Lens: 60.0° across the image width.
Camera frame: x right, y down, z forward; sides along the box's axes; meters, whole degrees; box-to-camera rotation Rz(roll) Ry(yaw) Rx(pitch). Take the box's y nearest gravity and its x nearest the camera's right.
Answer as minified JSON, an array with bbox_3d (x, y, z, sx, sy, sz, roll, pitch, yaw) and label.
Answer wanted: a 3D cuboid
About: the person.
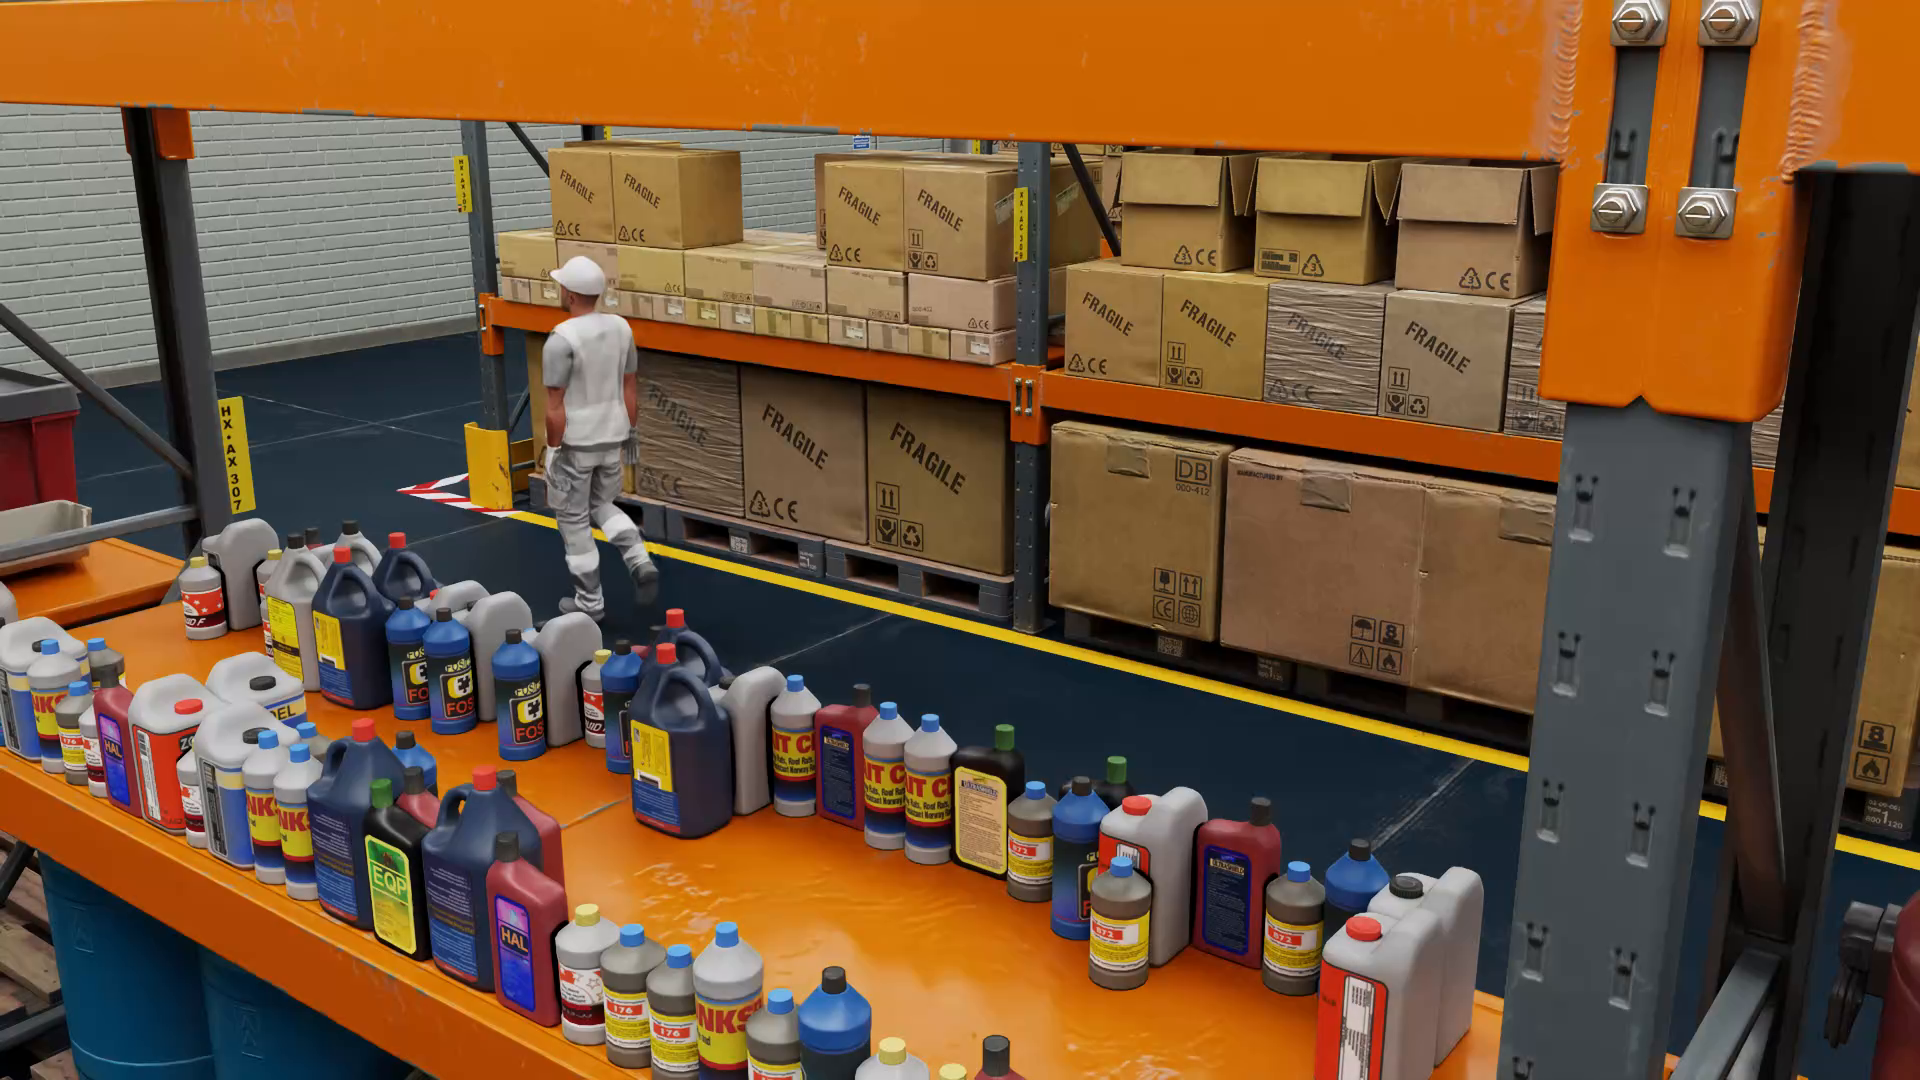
[{"bbox_3d":[-1.751,-0.466,7.976,0.569,1.779,0.563,13,21,38],"label":"person"}]
